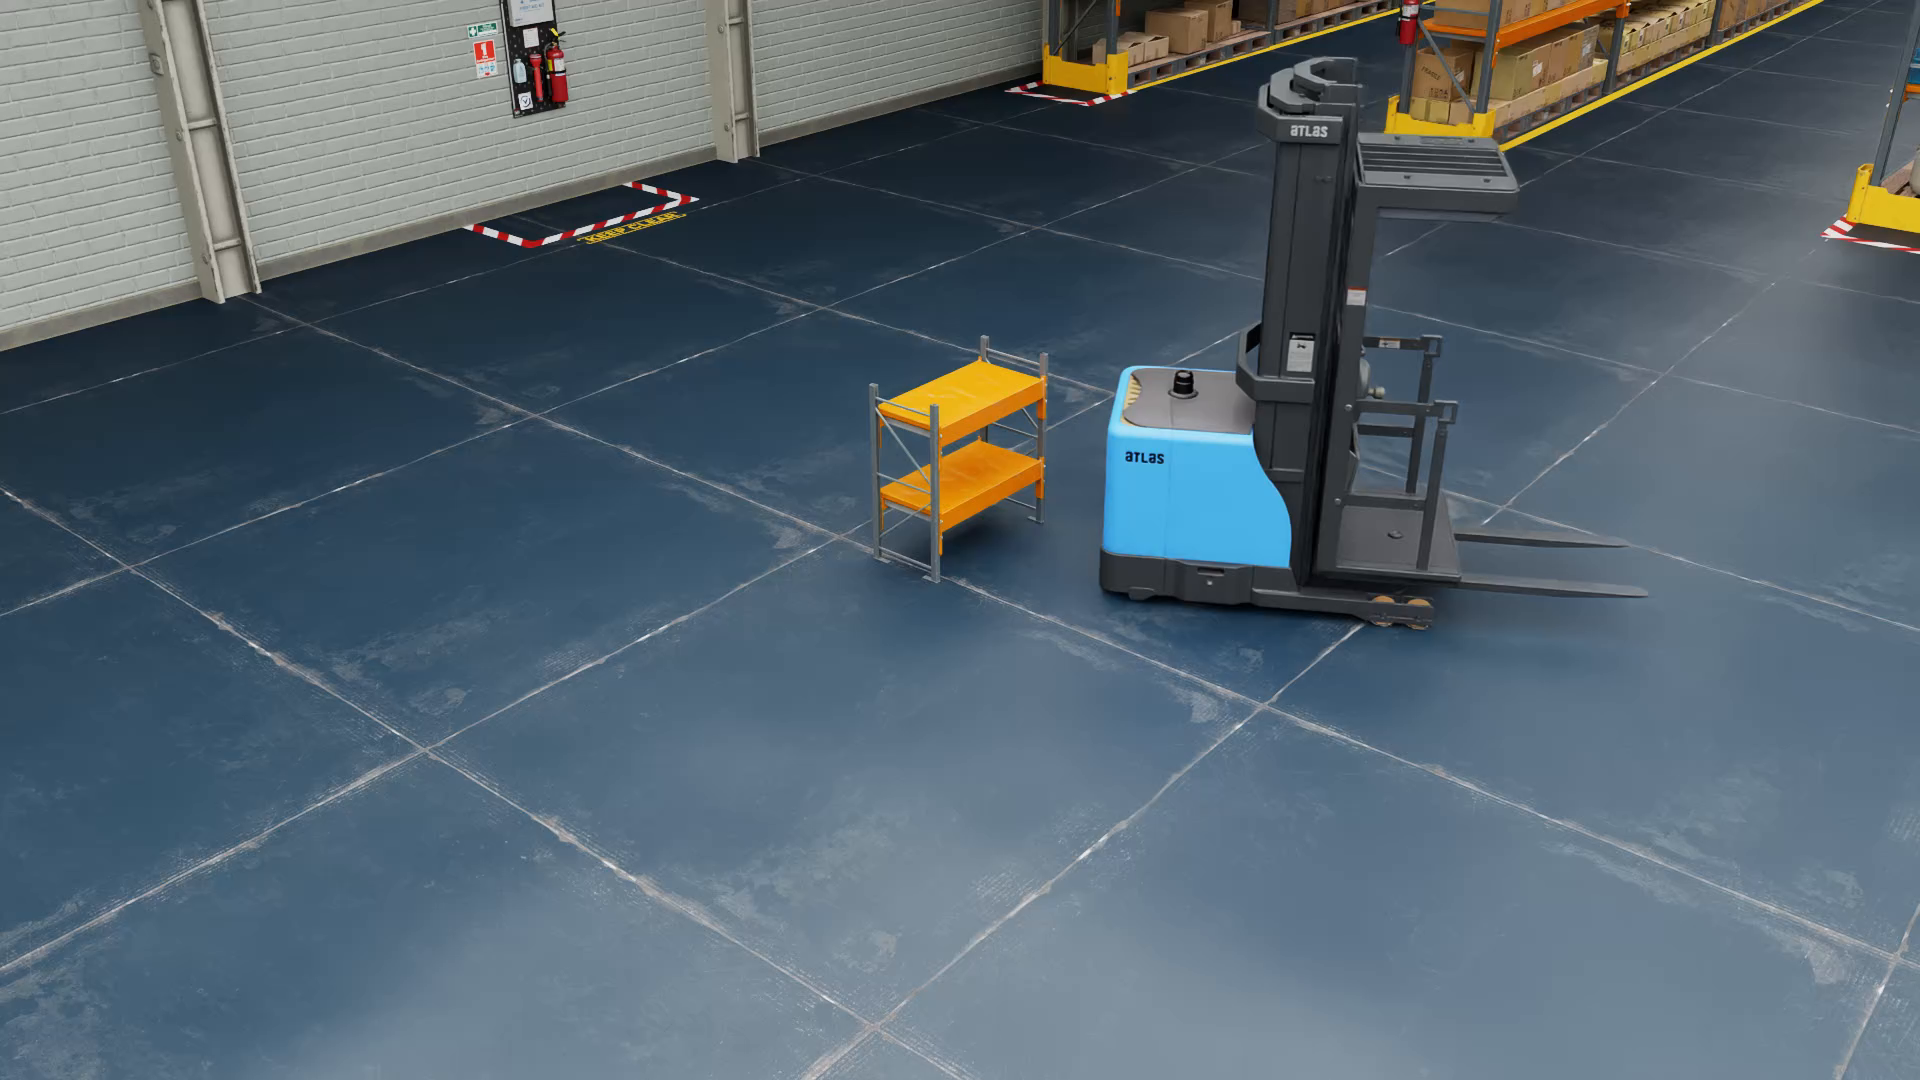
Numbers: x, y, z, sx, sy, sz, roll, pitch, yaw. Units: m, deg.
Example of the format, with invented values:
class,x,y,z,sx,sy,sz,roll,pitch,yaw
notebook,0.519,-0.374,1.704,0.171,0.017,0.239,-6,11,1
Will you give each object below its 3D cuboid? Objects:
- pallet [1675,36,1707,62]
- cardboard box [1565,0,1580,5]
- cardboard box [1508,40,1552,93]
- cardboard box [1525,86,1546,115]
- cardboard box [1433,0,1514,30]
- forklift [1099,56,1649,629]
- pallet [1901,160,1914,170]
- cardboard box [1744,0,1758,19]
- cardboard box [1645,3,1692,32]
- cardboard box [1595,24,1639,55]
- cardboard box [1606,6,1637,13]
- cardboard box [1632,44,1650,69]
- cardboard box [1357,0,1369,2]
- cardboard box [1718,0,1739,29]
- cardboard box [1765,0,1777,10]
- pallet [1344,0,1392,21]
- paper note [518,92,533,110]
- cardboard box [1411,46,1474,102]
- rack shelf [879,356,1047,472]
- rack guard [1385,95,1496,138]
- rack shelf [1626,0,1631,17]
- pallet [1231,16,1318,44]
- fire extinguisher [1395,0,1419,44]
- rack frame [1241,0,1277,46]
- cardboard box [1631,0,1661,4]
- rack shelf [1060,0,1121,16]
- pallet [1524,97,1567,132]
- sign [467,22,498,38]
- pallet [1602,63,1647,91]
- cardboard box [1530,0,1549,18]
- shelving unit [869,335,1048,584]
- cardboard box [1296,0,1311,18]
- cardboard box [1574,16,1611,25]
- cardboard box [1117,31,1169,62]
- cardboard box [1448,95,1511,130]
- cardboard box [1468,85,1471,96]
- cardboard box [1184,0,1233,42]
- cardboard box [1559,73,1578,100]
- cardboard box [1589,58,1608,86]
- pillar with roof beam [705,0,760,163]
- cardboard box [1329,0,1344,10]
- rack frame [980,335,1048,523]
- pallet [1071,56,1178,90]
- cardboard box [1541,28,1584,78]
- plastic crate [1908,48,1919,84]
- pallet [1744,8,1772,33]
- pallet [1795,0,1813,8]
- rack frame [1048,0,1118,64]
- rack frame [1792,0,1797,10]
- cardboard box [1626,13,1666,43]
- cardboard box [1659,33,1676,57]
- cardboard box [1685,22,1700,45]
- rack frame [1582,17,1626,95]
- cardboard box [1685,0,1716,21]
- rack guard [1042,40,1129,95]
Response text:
class,x,y,z,sx,sy,sz,roll,pitch,yaw
pallet,9.929,-7.079,23.704,1.003,0.211,1.213,21,34,34
cardboard box,7.009,-6.700,19.827,0.700,0.500,0.500,21,34,35
cardboard box,6.532,-5.544,19.422,0.500,0.500,0.500,21,34,34
cardboard box,6.541,-5.208,19.587,0.500,0.250,0.500,21,34,34
cardboard box,5.701,-5.968,18.413,0.700,0.500,0.500,21,34,34
forklift,2.368,-1.067,9.123,3.031,2.935,1.130,5,28,9
pallet,10.523,-3.832,17.428,1.003,0.211,1.213,21,34,34
cardboard box,11.645,-8.125,24.933,0.500,0.500,0.500,20,34,34
cardboard box,9.691,-7.190,22.810,0.500,0.311,0.500,20,34,34
cardboard box,8.394,-6.468,21.413,0.500,0.311,0.500,21,34,35
cardboard box,8.943,-7.161,22.754,0.500,0.311,0.500,20,34,34
cardboard box,8.713,-6.397,21.886,0.500,0.250,0.500,22,34,36
cardboard box,6.240,-8.859,26.352,0.700,0.500,0.500,21,34,35
cardboard box,10.993,-7.761,24.230,0.500,0.500,0.500,22,35,36
cardboard box,12.294,-8.492,25.643,0.500,0.500,0.500,21,34,35
pallet,6.160,-8.529,26.508,1.003,0.211,1.213,21,34,34
paper note,-4.236,-4.283,16.223,0.016,0.148,0.142,21,34,34
cardboard box,5.506,-5.337,19.022,0.500,0.500,0.500,21,34,34
rack shelf,0.004,-0.762,9.862,0.538,0.278,1.000,21,34,34
rack guard,5.379,-4.643,18.681,1.175,0.500,0.348,21,34,34
rack shelf,9.211,-7.569,22.400,1.077,0.370,4.000,21,34,34
pallet,4.608,-7.664,24.836,1.003,0.211,1.213,21,34,34
fire extinguisher,4.961,-5.821,18.322,0.296,0.674,0.183,21,34,34
rack frame,4.114,-8.626,23.660,1.000,3.000,0.127,21,34,34
cardboard box,9.596,-7.524,23.454,0.500,0.311,0.500,20,33,33
rack shelf,2.842,-7.598,22.455,1.077,0.370,4.000,21,34,34
pallet,6.625,-5.237,20.144,1.003,0.211,1.213,21,34,34
sign,-4.492,-4.801,15.651,0.001,0.109,0.331,21,34,34
pallet,8.377,-6.214,22.032,1.003,0.211,1.213,21,34,34
cardboard box,6.352,-6.330,19.112,0.700,0.500,0.500,21,34,35
shelving unit,0.004,-0.502,9.996,0.538,1.125,1.048,21,34,34
cardboard box,4.859,-8.175,25.030,0.700,0.500,0.500,20,33,33
cardboard box,8.301,-6.808,22.071,0.500,0.311,0.500,22,34,36
cardboard box,2.442,-6.630,22.250,0.500,0.311,0.500,24,36,38
cardboard box,5.907,-4.852,18.900,0.500,0.250,0.500,21,34,34
cardboard box,5.816,-5.184,19.542,0.500,0.250,0.500,21,34,34
cardboard box,3.485,-7.332,23.400,0.500,0.500,0.500,18,32,31
cardboard box,7.180,-5.561,20.270,0.500,0.250,0.500,21,34,34
cardboard box,7.812,-5.917,20.958,0.500,0.250,0.500,21,34,34
pillar with roof beam,0.853,-6.988,13.965,9.100,9.000,0.400,21,34,34
cardboard box,5.529,-8.526,25.708,0.700,0.500,0.500,21,34,34
rack frame,0.328,-0.682,10.345,0.500,1.125,0.032,21,34,34
pallet,2.162,-6.274,22.149,1.003,0.211,1.213,21,34,34
cardboard box,7.170,-5.898,20.105,0.500,0.500,0.500,21,34,34
plastic crate,9.302,-4.512,15.868,0.499,0.251,0.616,21,34,34
pallet,11.763,-8.044,25.569,1.003,0.211,1.213,21,34,34
pallet,13.465,-9.021,27.458,1.003,0.211,1.213,21,34,34
rack frame,1.570,-7.208,20.919,1.000,3.000,0.127,21,34,34
rack frame,13.027,-10.016,26.347,1.000,3.000,0.127,21,34,34
cardboard box,9.045,-6.828,22.109,0.500,0.311,0.500,19,33,33
cardboard box,9.364,-6.761,22.590,0.500,0.250,0.500,22,34,35
cardboard box,10.011,-7.122,23.288,0.500,0.250,0.500,20,34,34
rack frame,7.939,-7.180,20.864,1.000,3.000,0.127,21,34,34
cardboard box,10.340,-7.555,23.514,0.500,0.311,0.500,22,34,36
rack guard,1.618,-6.125,21.545,1.175,0.500,0.348,21,34,34
